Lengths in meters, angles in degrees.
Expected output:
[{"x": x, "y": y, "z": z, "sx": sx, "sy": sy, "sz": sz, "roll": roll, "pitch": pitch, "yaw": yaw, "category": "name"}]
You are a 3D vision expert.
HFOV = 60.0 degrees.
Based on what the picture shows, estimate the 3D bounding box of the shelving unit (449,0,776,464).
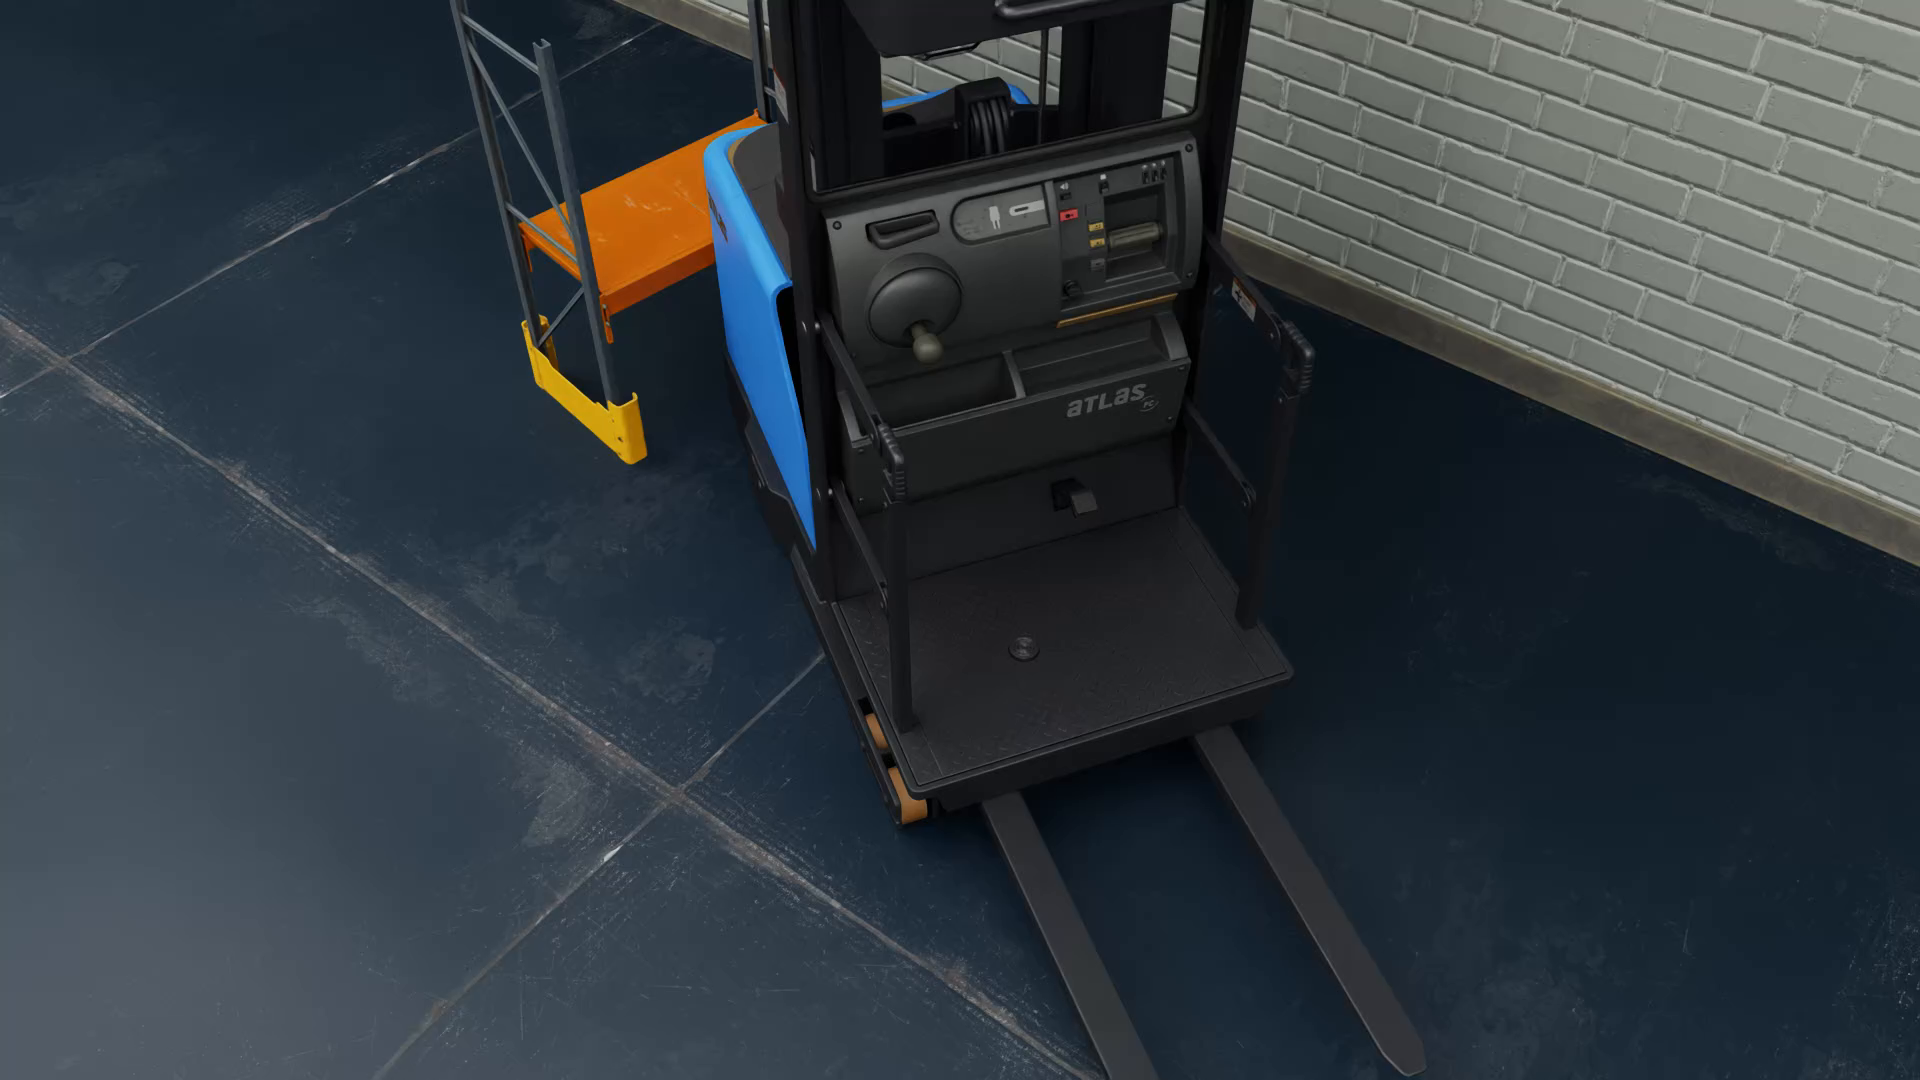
[{"x": -0.889, "y": -1.182, "z": 5.342, "sx": 1.083, "sy": 1.500, "sz": 0.587, "roll": -34, "pitch": 55, "yaw": -28, "category": "shelving unit"}]

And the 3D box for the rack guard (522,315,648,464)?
[{"x": -1.256, "y": -0.507, "z": 5.561, "sx": 0.087, "sy": 0.250, "sz": 0.587, "roll": -34, "pitch": 55, "yaw": -28, "category": "rack guard"}]

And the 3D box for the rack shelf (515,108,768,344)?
[{"x": -0.896, "y": -1.053, "z": 5.467, "sx": 1.000, "sy": 0.185, "sz": 0.538, "roll": -34, "pitch": 55, "yaw": -28, "category": "rack shelf"}]

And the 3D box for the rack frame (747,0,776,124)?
[{"x": -0.521, "y": -1.426, "z": 5.574, "sx": 0.032, "sy": 1.500, "sz": 0.500, "roll": -34, "pitch": 55, "yaw": -28, "category": "rack frame"}]

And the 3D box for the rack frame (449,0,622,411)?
[{"x": -1.271, "y": -0.929, "z": 5.100, "sx": 0.032, "sy": 1.500, "sz": 0.500, "roll": -34, "pitch": 55, "yaw": -28, "category": "rack frame"}]

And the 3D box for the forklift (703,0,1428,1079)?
[{"x": 0.220, "y": -0.591, "z": 3.788, "sx": 1.130, "sy": 2.935, "sz": 3.031, "roll": -15, "pitch": 48, "yaw": -14, "category": "forklift"}]
